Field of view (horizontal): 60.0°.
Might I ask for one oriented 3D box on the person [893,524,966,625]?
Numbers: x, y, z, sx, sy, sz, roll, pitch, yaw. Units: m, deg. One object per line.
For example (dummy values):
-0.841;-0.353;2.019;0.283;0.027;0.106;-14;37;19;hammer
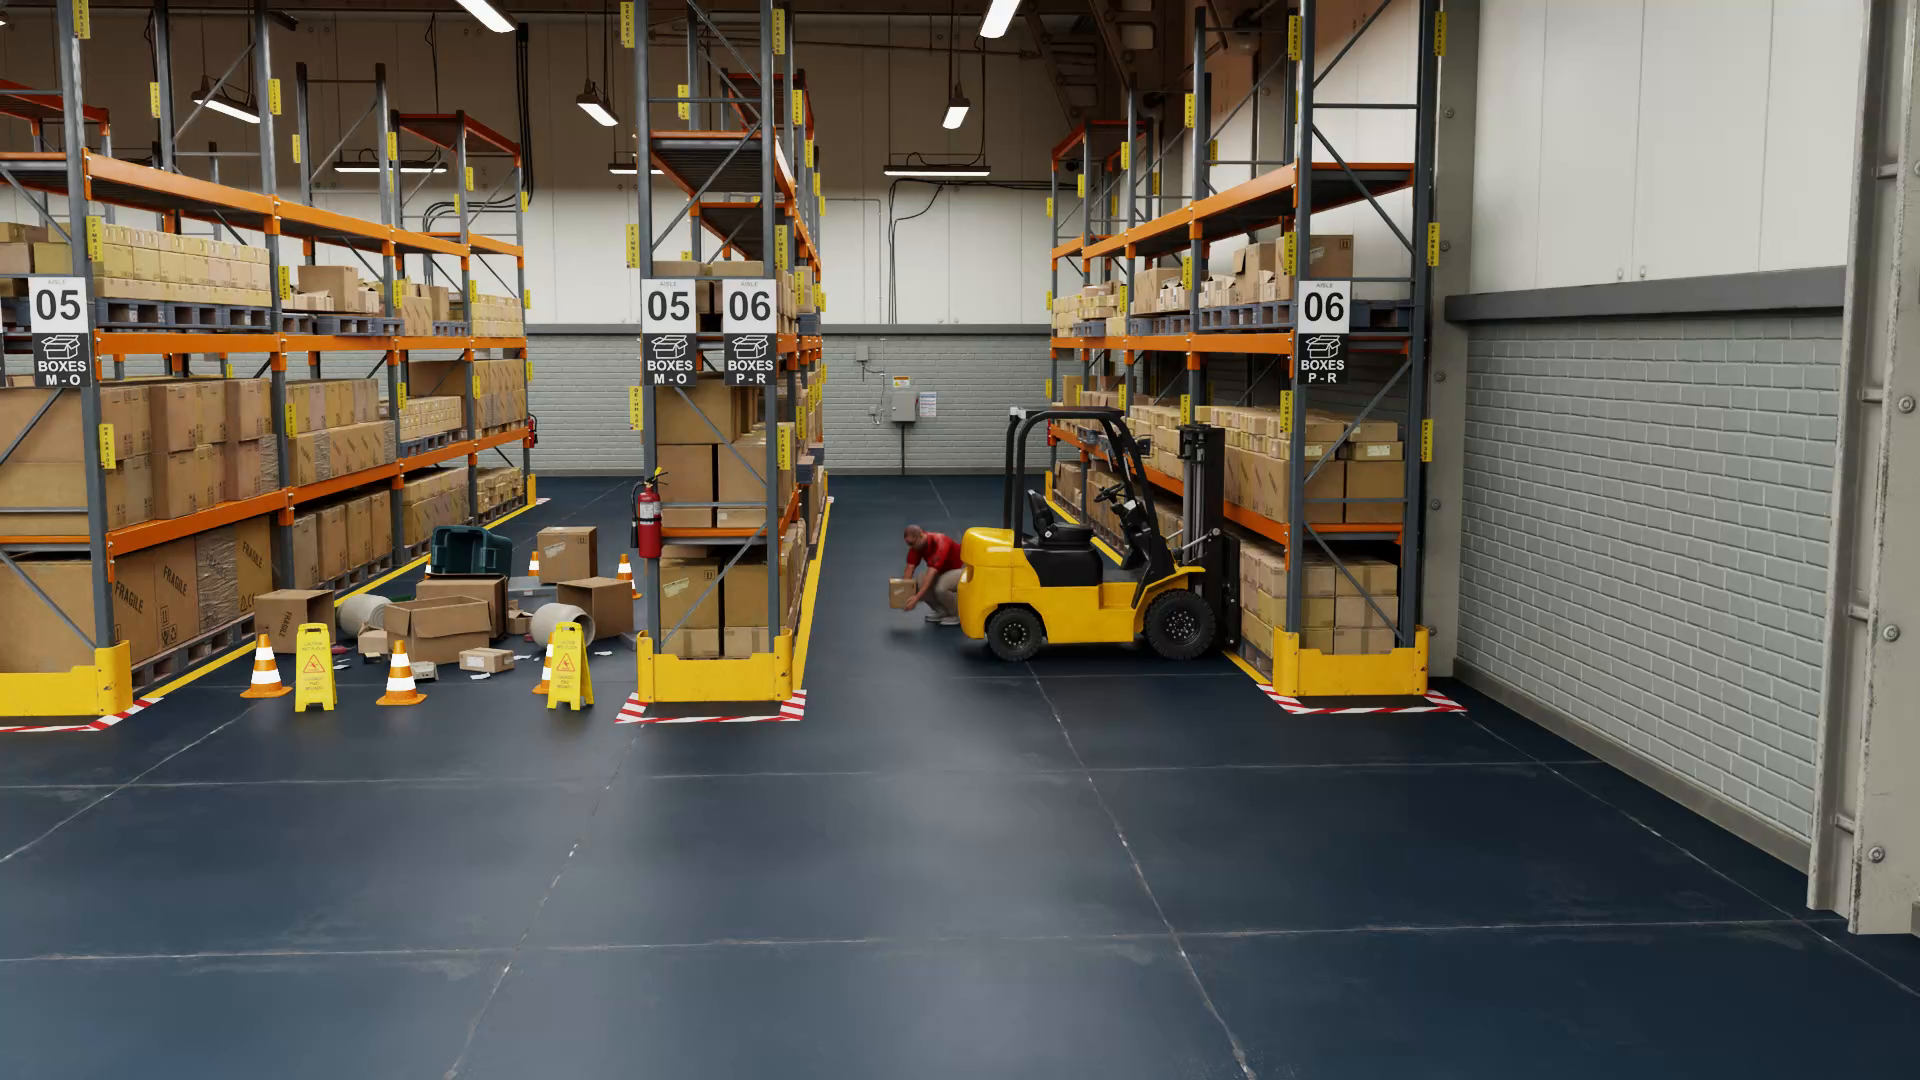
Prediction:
-0.228;0.325;16.185;0.893;1.001;0.568;-4;8;-32;person
